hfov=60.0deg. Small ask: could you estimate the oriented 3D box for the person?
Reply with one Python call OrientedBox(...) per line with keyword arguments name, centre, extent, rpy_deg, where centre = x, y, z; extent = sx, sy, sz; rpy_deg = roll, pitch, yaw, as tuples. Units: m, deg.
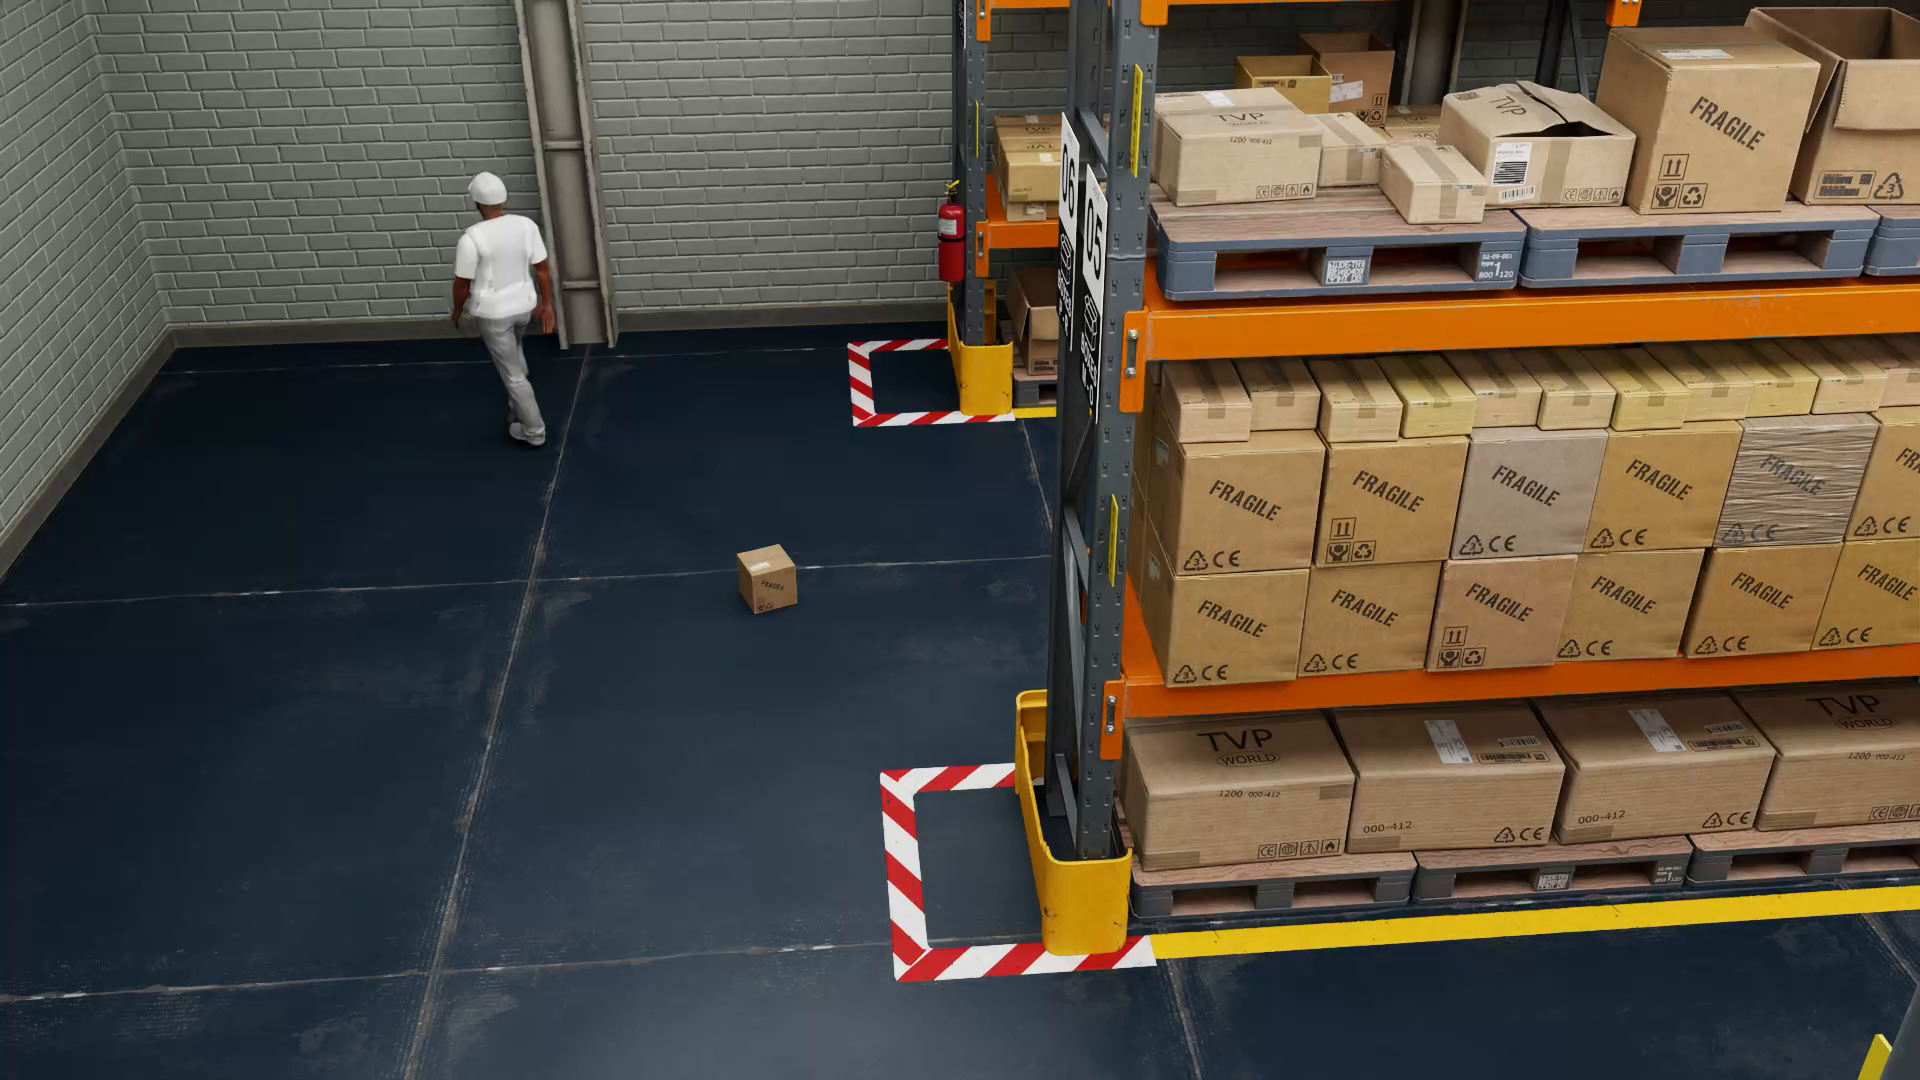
OrientedBox(name="person", centre=(-2.885, -1.426, 10.436), extent=(0.623, 1.838, 0.564), rpy_deg=(24, 38, 34))
